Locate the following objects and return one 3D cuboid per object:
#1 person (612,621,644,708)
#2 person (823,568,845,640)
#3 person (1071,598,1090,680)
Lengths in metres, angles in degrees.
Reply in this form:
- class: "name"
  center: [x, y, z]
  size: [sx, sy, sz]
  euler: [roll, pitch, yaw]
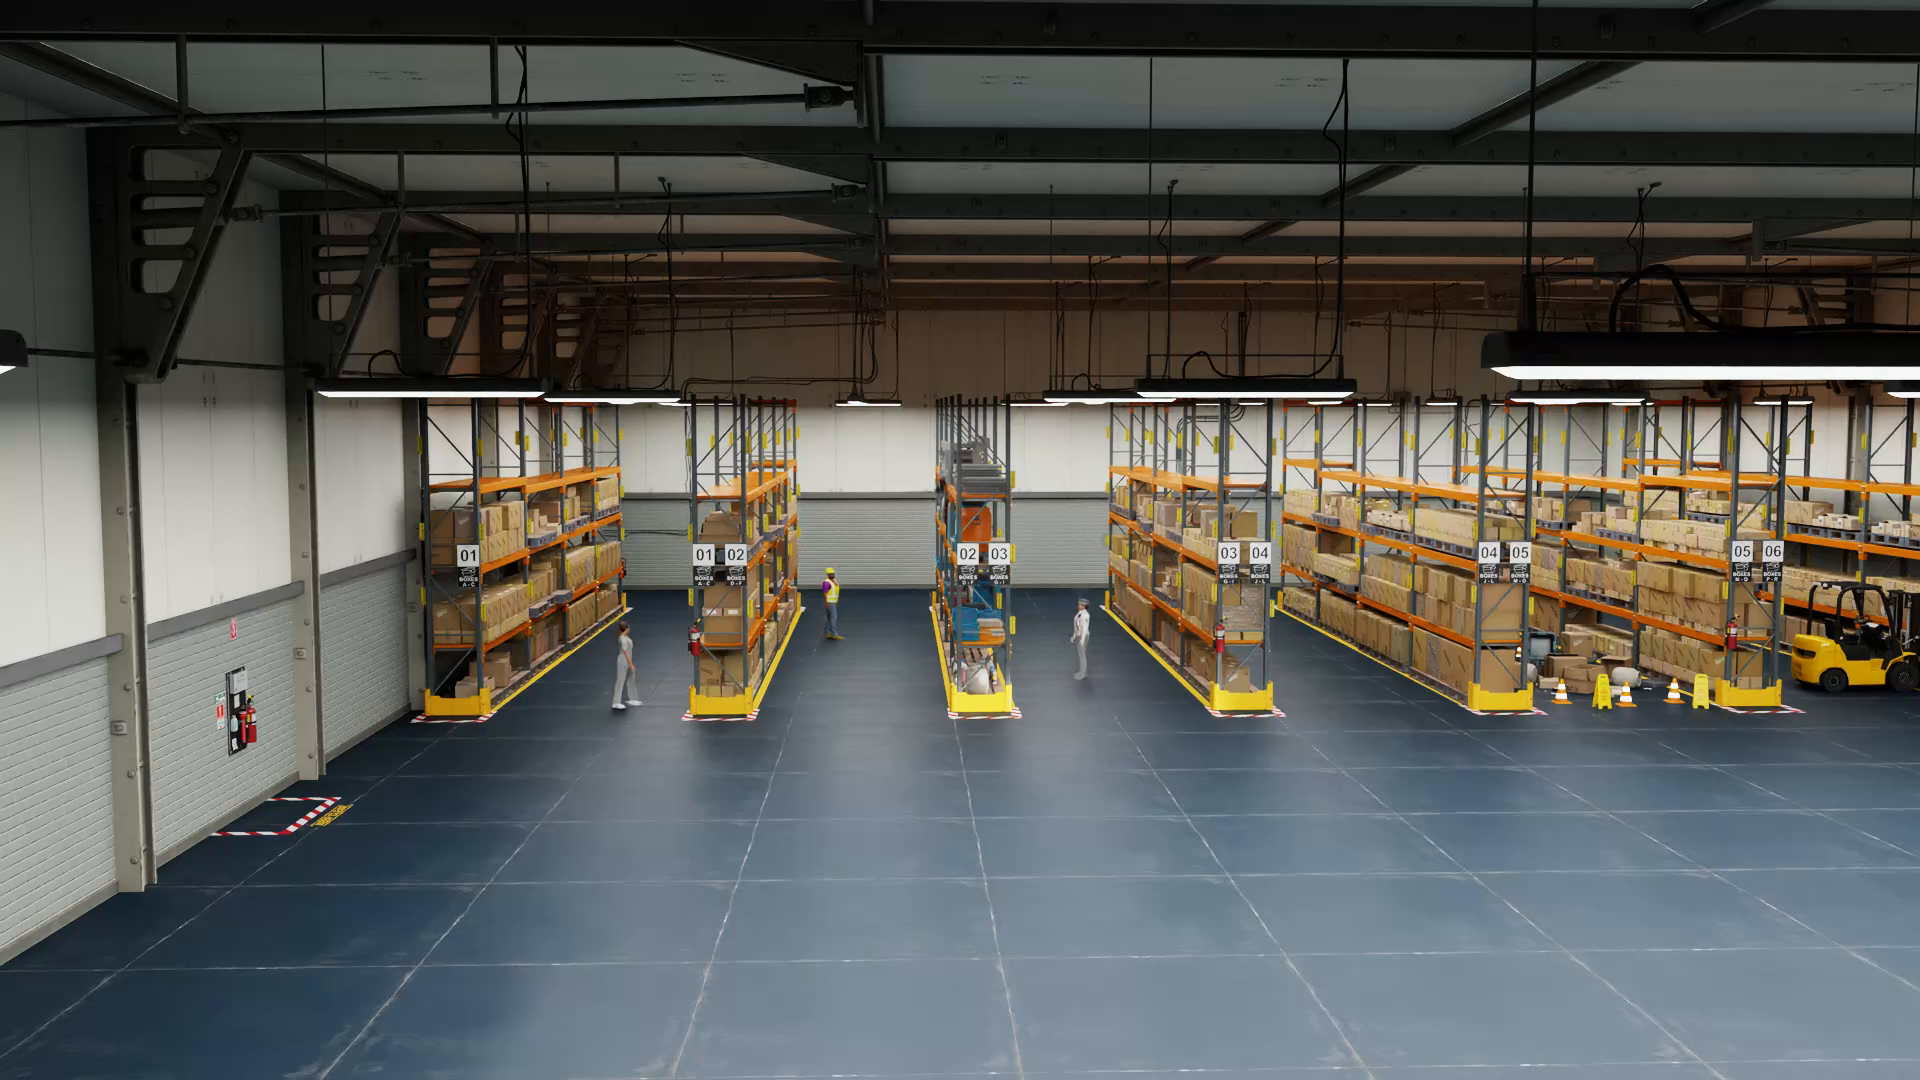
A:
- class: "person"
  center: [-6.399, 2.390, 31.939]
  size: [0.543, 1.694, 0.603]
  euler: [0, 4, 0]
- class: "person"
  center: [-3.121, 1.573, 41.548]
  size: [0.573, 1.767, 0.607]
  euler: [1, 5, 11]
- class: "person"
  center: [2.559, 2.095, 35.351]
  size: [0.445, 1.719, 0.505]
  euler: [-2, 5, -23]
